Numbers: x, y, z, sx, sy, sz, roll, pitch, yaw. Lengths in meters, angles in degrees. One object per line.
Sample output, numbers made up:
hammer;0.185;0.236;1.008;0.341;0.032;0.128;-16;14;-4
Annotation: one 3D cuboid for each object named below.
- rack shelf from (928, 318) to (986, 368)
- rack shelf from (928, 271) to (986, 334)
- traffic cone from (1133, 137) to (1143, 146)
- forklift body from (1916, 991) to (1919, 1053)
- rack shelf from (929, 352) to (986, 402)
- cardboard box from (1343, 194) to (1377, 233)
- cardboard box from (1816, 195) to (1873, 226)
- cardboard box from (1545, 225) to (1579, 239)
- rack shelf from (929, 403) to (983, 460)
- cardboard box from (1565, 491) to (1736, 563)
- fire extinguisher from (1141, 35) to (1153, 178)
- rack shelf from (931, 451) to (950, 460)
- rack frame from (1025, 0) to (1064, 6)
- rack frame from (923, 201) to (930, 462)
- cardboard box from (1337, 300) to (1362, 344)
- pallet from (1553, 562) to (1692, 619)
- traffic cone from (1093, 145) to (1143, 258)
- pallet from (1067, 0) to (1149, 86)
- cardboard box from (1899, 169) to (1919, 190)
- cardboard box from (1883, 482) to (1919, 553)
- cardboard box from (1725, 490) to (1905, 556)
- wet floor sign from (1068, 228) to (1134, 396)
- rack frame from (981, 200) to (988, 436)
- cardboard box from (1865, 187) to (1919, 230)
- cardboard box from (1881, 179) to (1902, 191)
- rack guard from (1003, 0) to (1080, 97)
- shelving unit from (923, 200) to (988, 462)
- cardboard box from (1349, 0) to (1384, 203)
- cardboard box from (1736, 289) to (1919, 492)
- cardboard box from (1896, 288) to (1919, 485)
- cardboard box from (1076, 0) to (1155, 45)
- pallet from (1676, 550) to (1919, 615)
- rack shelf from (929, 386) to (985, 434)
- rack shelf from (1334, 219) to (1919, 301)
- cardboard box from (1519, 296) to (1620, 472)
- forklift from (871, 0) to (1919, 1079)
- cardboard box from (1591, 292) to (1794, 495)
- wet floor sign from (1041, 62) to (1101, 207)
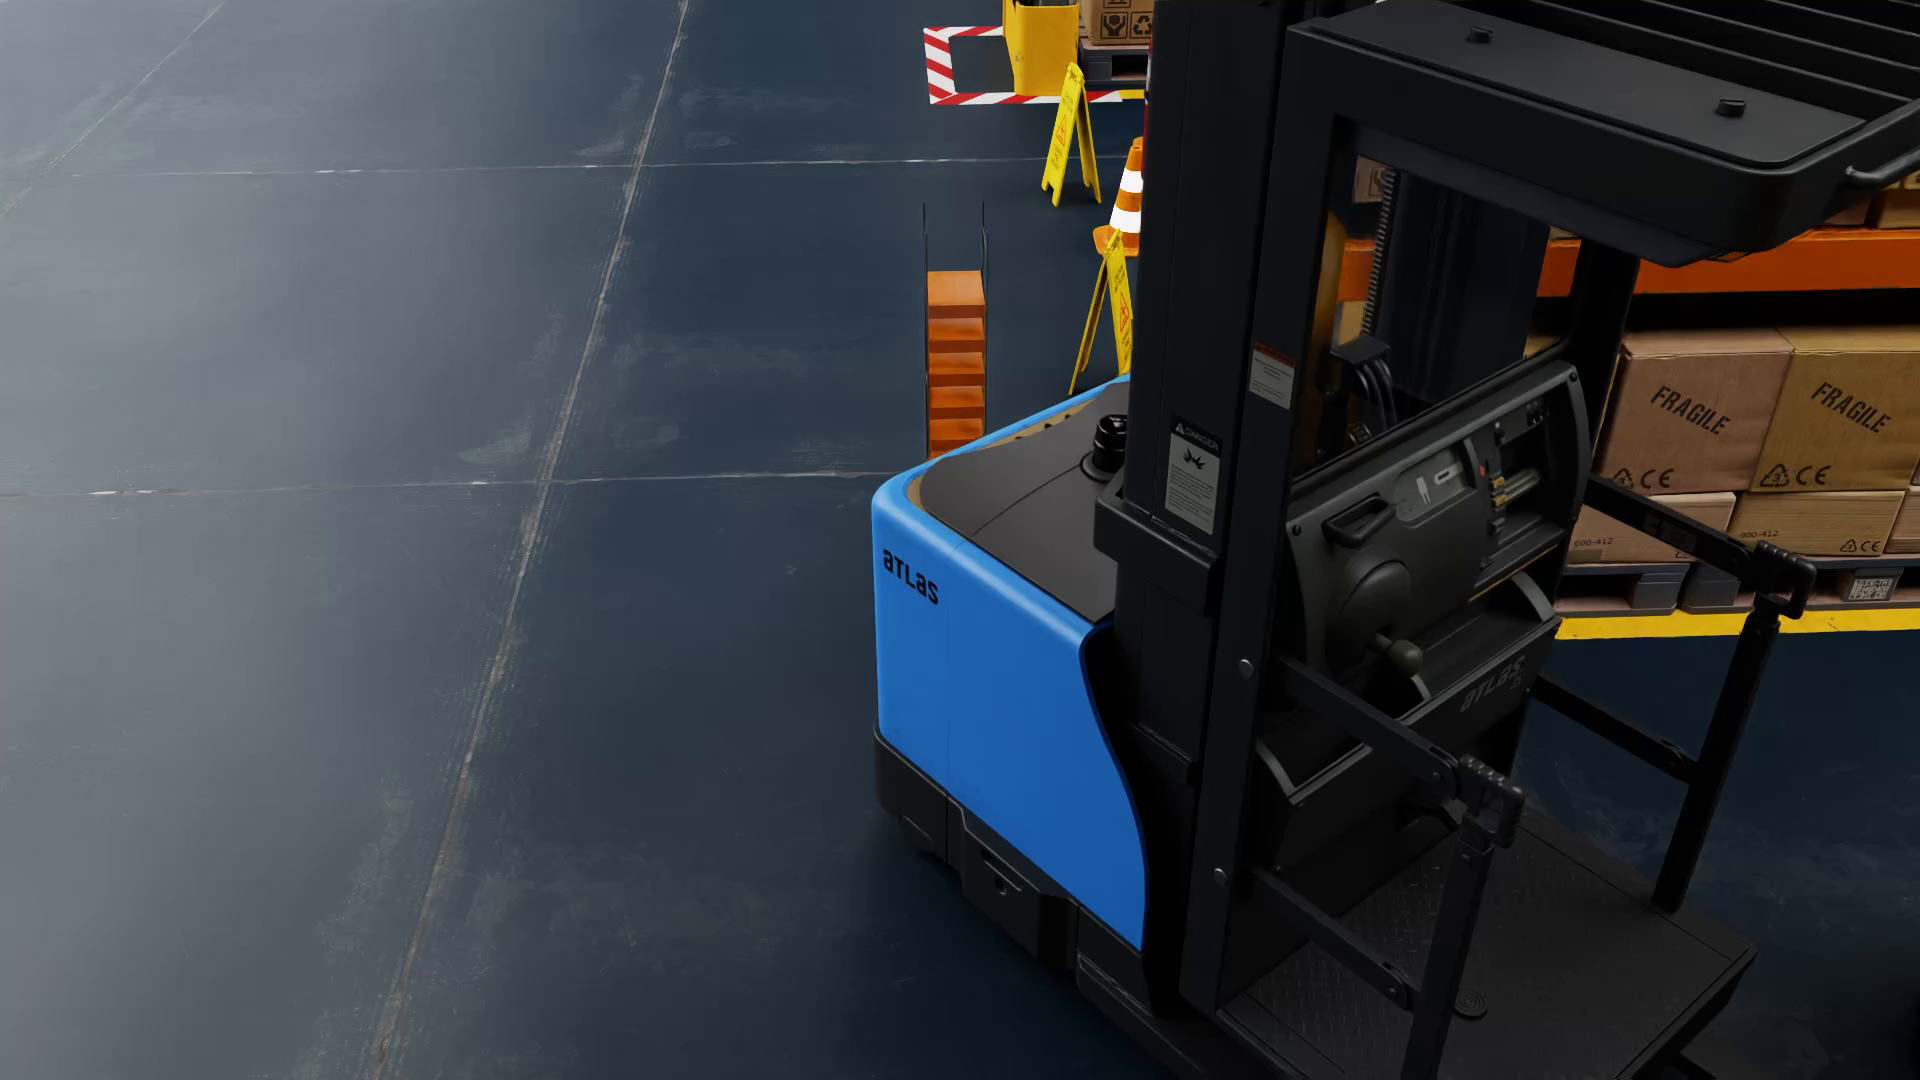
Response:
rack shelf;-0.015;-0.654;5.297;0.180;0.103;0.258;-2;35;-2
rack shelf;-0.015;-0.752;5.228;0.180;0.103;0.258;-2;35;-2
traffic cone;1.082;-2.229;8.564;0.334;0.463;0.336;-2;35;-2
forklift body;2.866;0.829;2.663;1.214;2.155;2.313;-2;35;-2
rack shelf;-0.015;-0.555;5.365;0.180;0.103;0.258;-2;35;-2
cardboard box;1.168;-1.042;4.840;0.250;0.149;0.380;-1;35;-2
cardboard box;2.462;-1.066;4.875;0.250;0.149;0.380;0;35;-1
cardboard box;1.689;-1.018;4.806;0.250;0.149;0.380;-3;35;-4
rack shelf;-0.015;-0.358;5.502;0.180;0.103;0.258;-2;35;-2
cardboard box;2.148;-0.170;5.407;0.500;0.250;0.500;0;35;-1
fire extinguisher;0.683;-1.481;5.322;0.183;0.674;0.296;-2;35;-2
rack shelf;-0.015;-0.259;5.570;0.180;0.103;0.258;-2;35;-2
rack frame;0.484;-4.065;8.988;0.127;3.000;1.000;-2;35;-2
rack frame;-0.106;-0.491;5.404;0.006;1.200;0.240;-2;35;-2
cardboard box;1.607;-0.774;5.621;0.500;0.500;0.500;-1;35;-2
pallet;1.708;-0.111;5.725;1.213;0.211;1.003;-2;35;-2
traffic cone;0.796;-1.577;7.622;0.334;0.463;0.336;-2;35;-2
pallet;1.279;-2.984;9.876;1.213;0.211;1.003;-2;35;-2
cardboard box;2.839;-1.321;4.673;0.500;0.500;0.500;-2;35;-3
cardboard box;3.197;-0.204;5.456;0.500;0.250;0.500;-1;35;-1
cardboard box;2.693;-0.192;5.438;0.500;0.250;0.500;1;35;1
wet floor sign;0.579;-0.889;6.467;0.232;0.644;0.267;10;36;14
rack frame;0.077;-0.496;5.411;0.006;1.200;0.240;-2;35;-2
cardboard box;2.727;-1.056;4.861;0.250;0.149;0.380;-2;35;-3
cardboard box;2.332;-1.302;4.647;0.500;0.500;0.500;-2;35;-3
rack guard;0.460;-3.036;9.698;0.348;0.500;1.175;-2;35;-2
shelving unit;-0.015;-0.493;5.408;0.189;1.200;0.258;-2;35;-2
cardboard box;1.305;-1.272;4.603;0.500;0.500;0.500;-2;35;-3
cardboard box;2.685;-0.495;5.218;0.500;0.500;0.500;-1;35;-1
cardboard box;3.219;-0.514;5.245;0.500;0.500;0.500;0;35;0
cardboard box;1.158;-3.420;9.553;0.875;0.875;0.875;-1;35;-2
pallet;2.924;-0.142;5.770;1.213;0.211;1.003;-2;35;-2
rack shelf;-0.015;-0.456;5.433;0.180;0.103;0.258;-2;35;-2
rack shelf;2.817;-1.012;5.208;4.000;0.370;1.077;-2;35;-2
cardboard box;1.662;-0.470;5.181;0.500;0.500;0.500;-3;35;-4
forklift;1.100;0.009;3.161;1.130;2.935;3.031;-26;42;-32
cardboard box;2.184;-0.486;5.205;0.500;0.500;0.500;-3;35;-4
wet floor sign;0.549;-1.970;8.030;0.232;0.644;0.267;-7;35;-10
